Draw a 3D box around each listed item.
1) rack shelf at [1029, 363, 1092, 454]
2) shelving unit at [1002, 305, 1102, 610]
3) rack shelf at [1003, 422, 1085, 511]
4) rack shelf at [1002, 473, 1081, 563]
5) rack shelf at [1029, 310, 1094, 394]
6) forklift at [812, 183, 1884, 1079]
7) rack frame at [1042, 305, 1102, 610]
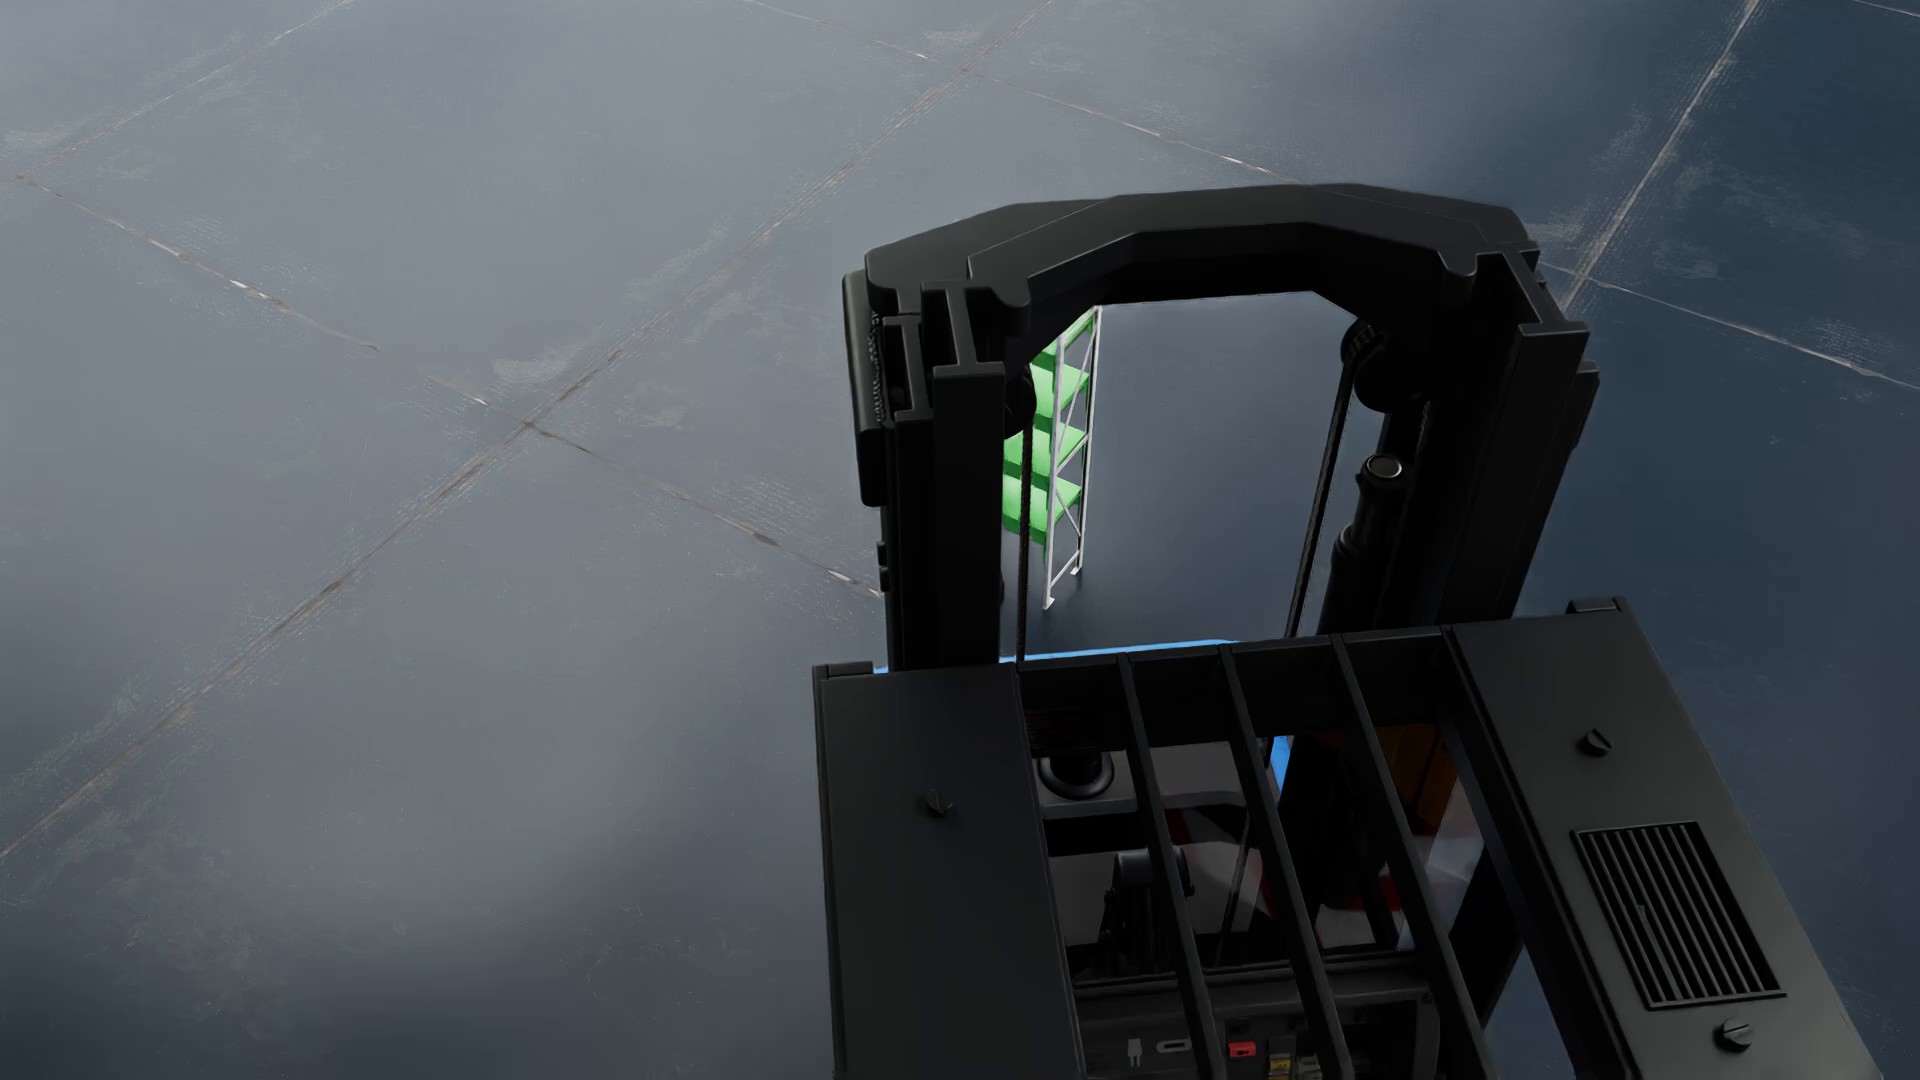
[{"bbox_3d":[0.139,-0.477,5.131,0.480,0.148,0.258,25,51,22],"label":"rack shelf"},{"bbox_3d":[0.139,-0.354,5.257,0.503,1.200,0.258,25,51,22],"label":"shelving unit"},{"bbox_3d":[0.139,-0.310,5.303,0.480,0.148,0.258,25,51,22],"label":"rack shelf"},{"bbox_3d":[0.139,-0.142,5.475,0.480,0.148,0.258,25,51,22],"label":"rack shelf"},{"bbox_3d":[0.139,-0.644,4.959,0.480,0.148,0.258,25,51,22],"label":"rack shelf"},{"bbox_3d":[0.382,1.050,2.686,1.130,2.935,3.031,-5,46,-4],"label":"forklift"},{"bbox_3d":[0.345,-0.260,5.166,0.015,1.200,0.240,25,51,22],"label":"rack frame"}]
